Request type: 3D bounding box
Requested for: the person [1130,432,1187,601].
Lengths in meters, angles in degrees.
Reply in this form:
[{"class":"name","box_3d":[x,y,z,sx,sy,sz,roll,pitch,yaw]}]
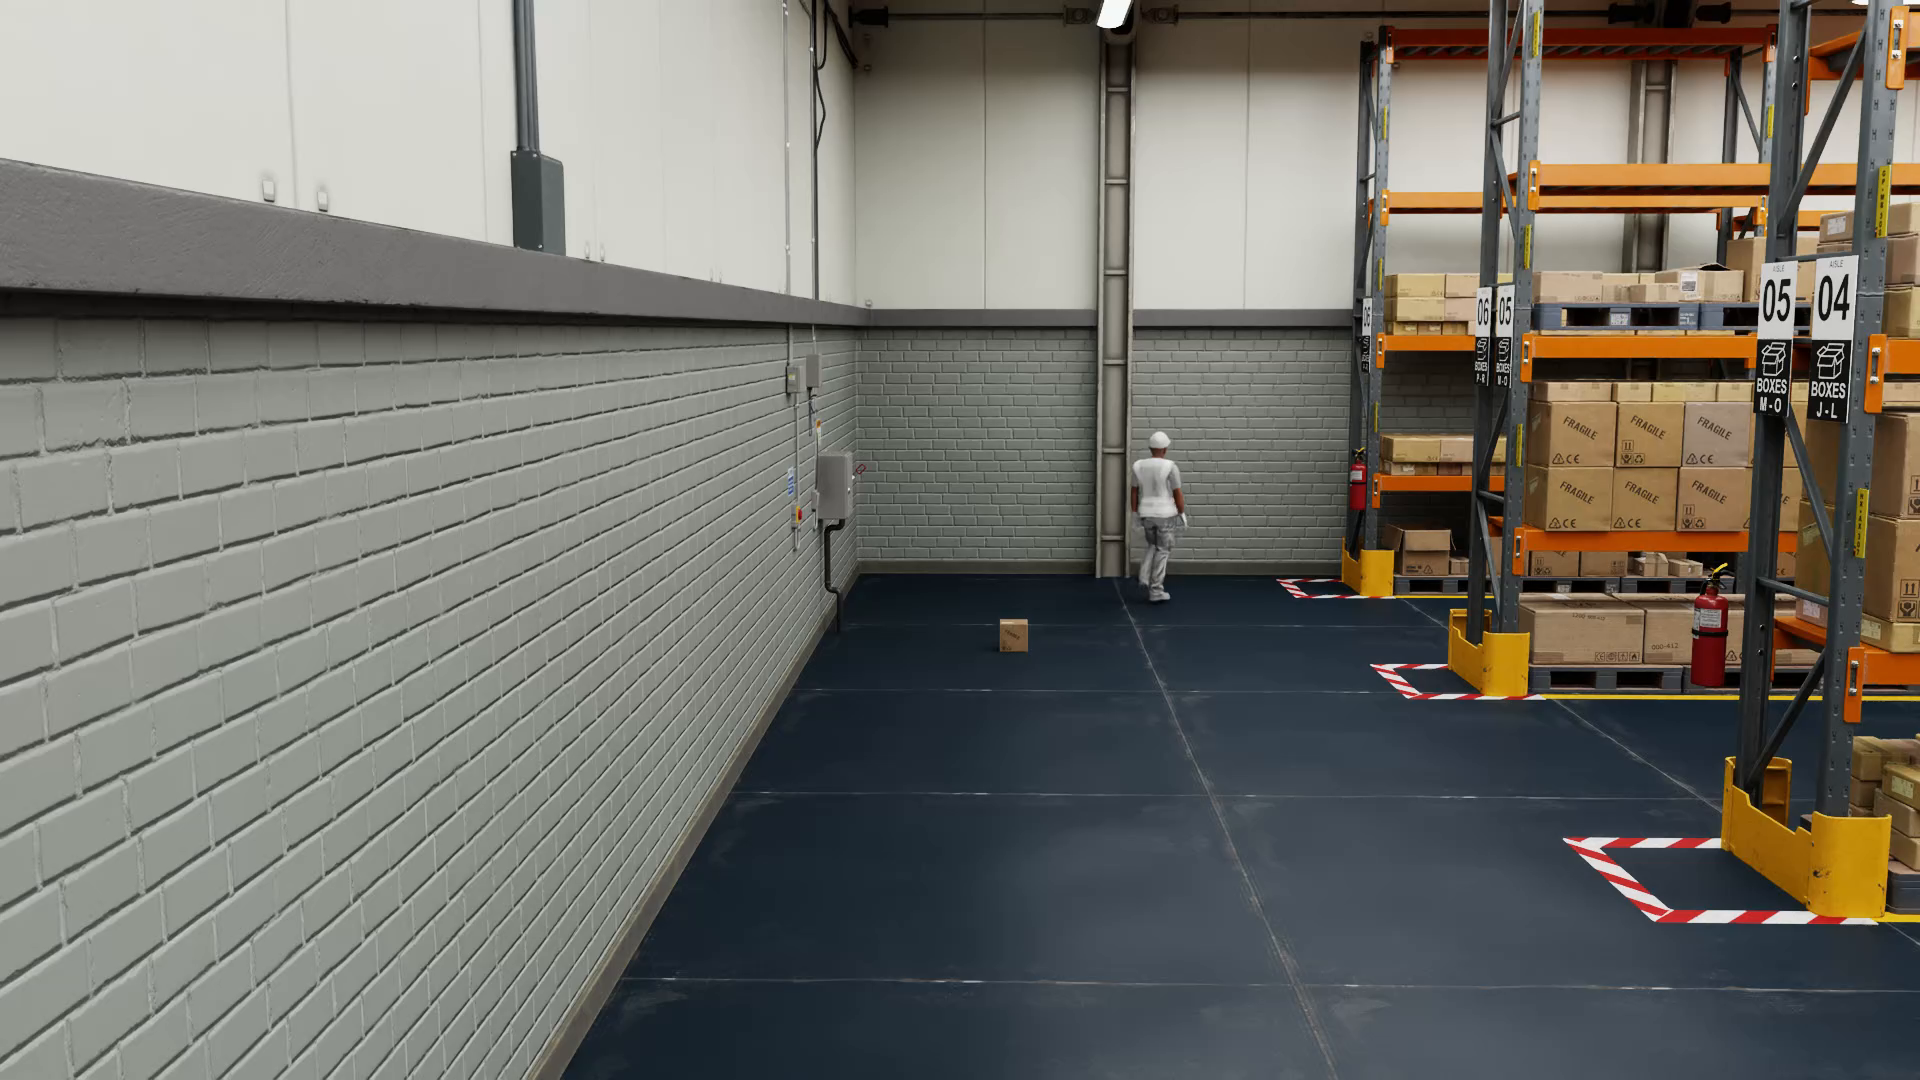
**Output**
[{"class":"person","box_3d":[2.114,-0.244,17.507,0.560,1.803,0.464,5,9,37]}]
